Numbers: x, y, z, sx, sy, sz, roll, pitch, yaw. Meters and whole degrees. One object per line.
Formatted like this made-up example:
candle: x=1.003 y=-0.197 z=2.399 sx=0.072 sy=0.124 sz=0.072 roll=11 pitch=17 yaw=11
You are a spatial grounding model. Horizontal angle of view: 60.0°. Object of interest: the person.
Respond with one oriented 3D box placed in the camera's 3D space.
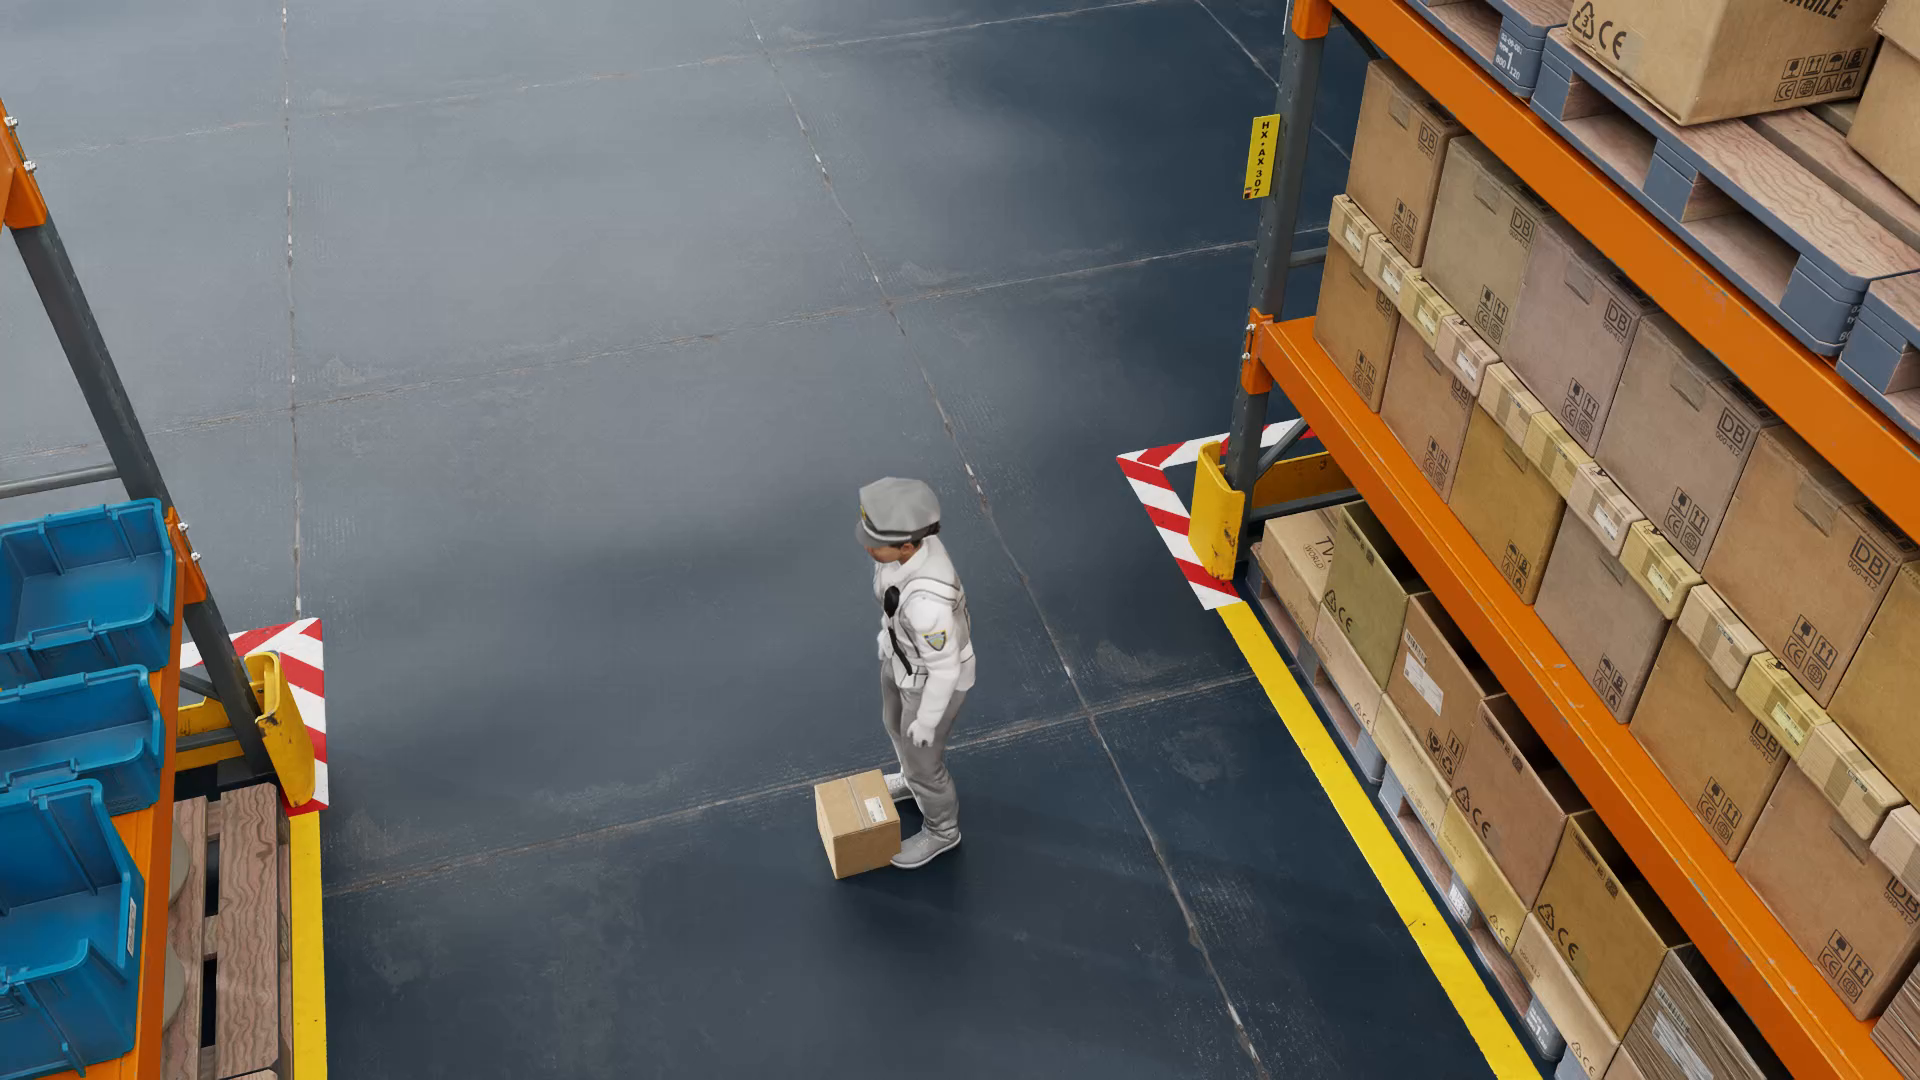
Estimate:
person: x=-0.146 y=0.459 z=5.657 sx=0.371 sy=1.663 sz=0.530 roll=-12 pitch=44 yaw=-12
